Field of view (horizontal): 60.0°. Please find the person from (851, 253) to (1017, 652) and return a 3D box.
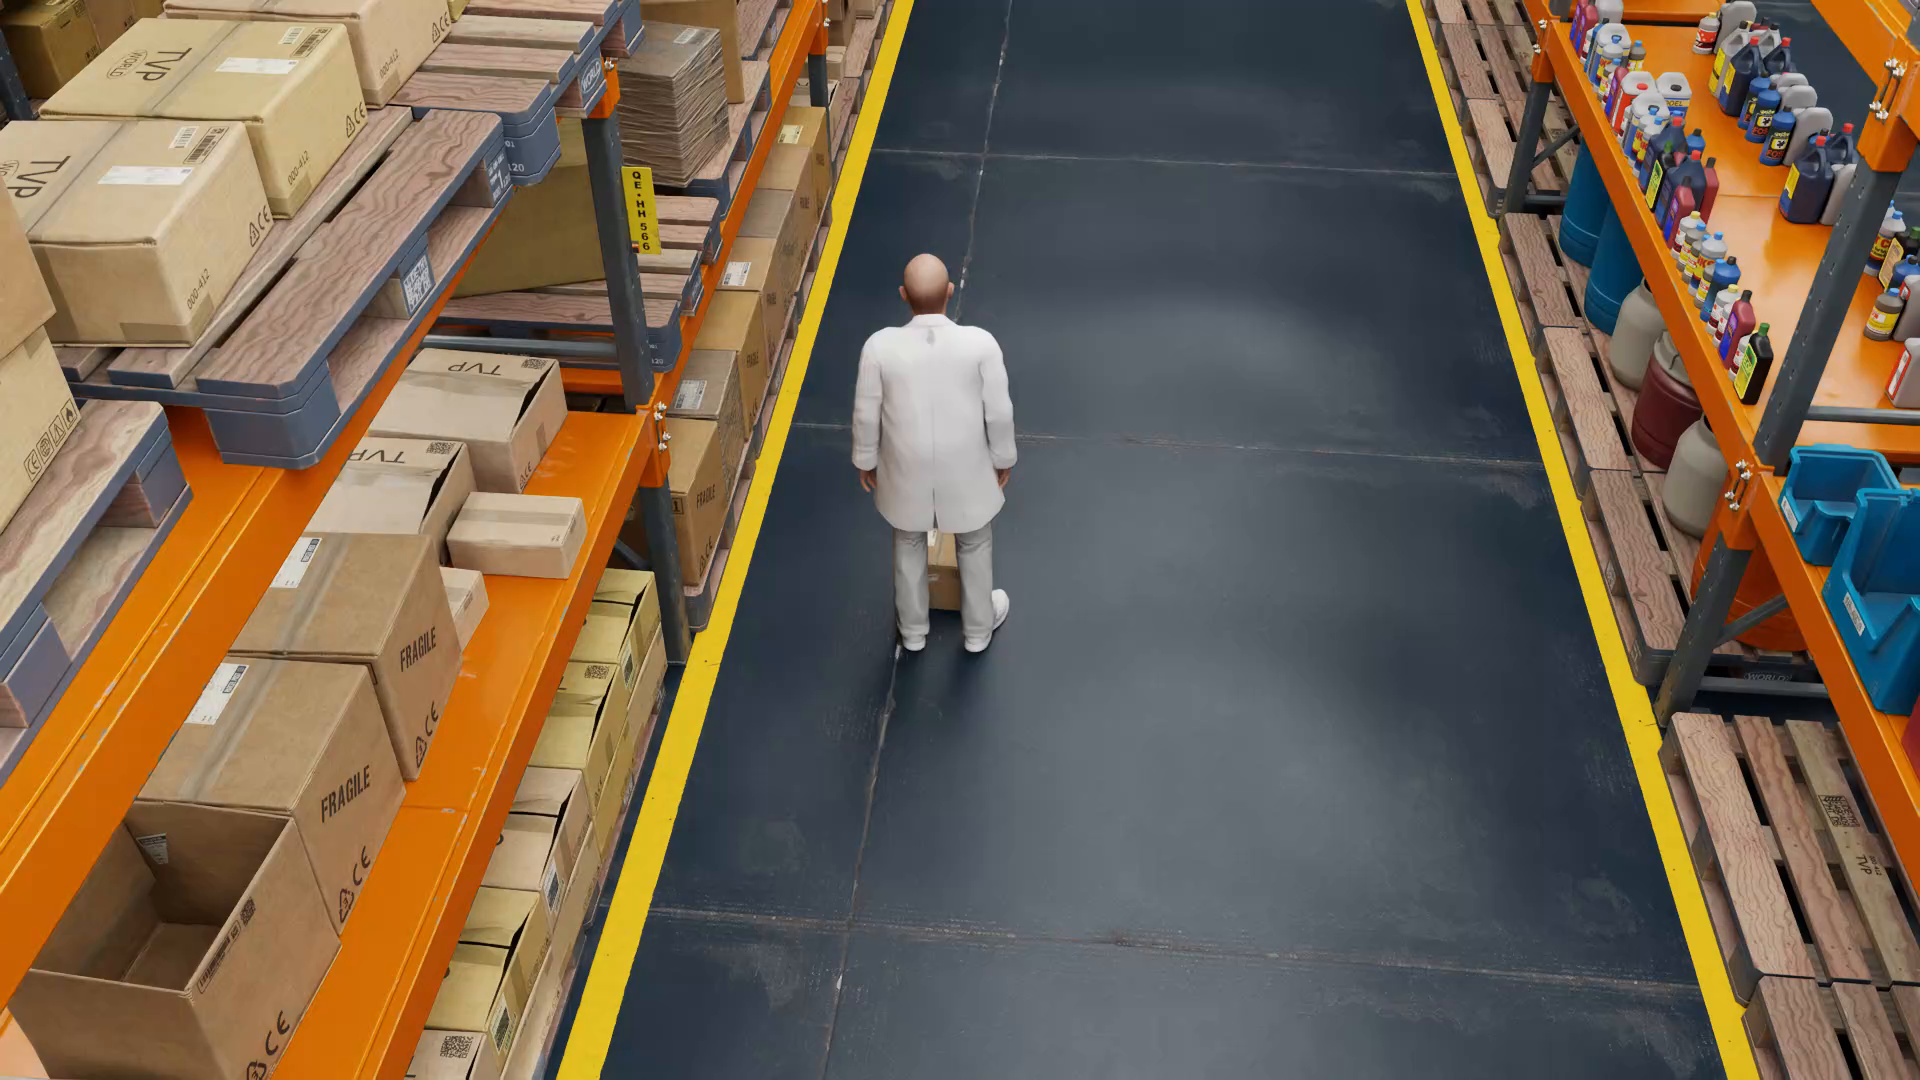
[{"bbox_3d":[-0.101,-0.307,6.541,0.649,1.773,0.433,1,40,1],"label":"person"}]
